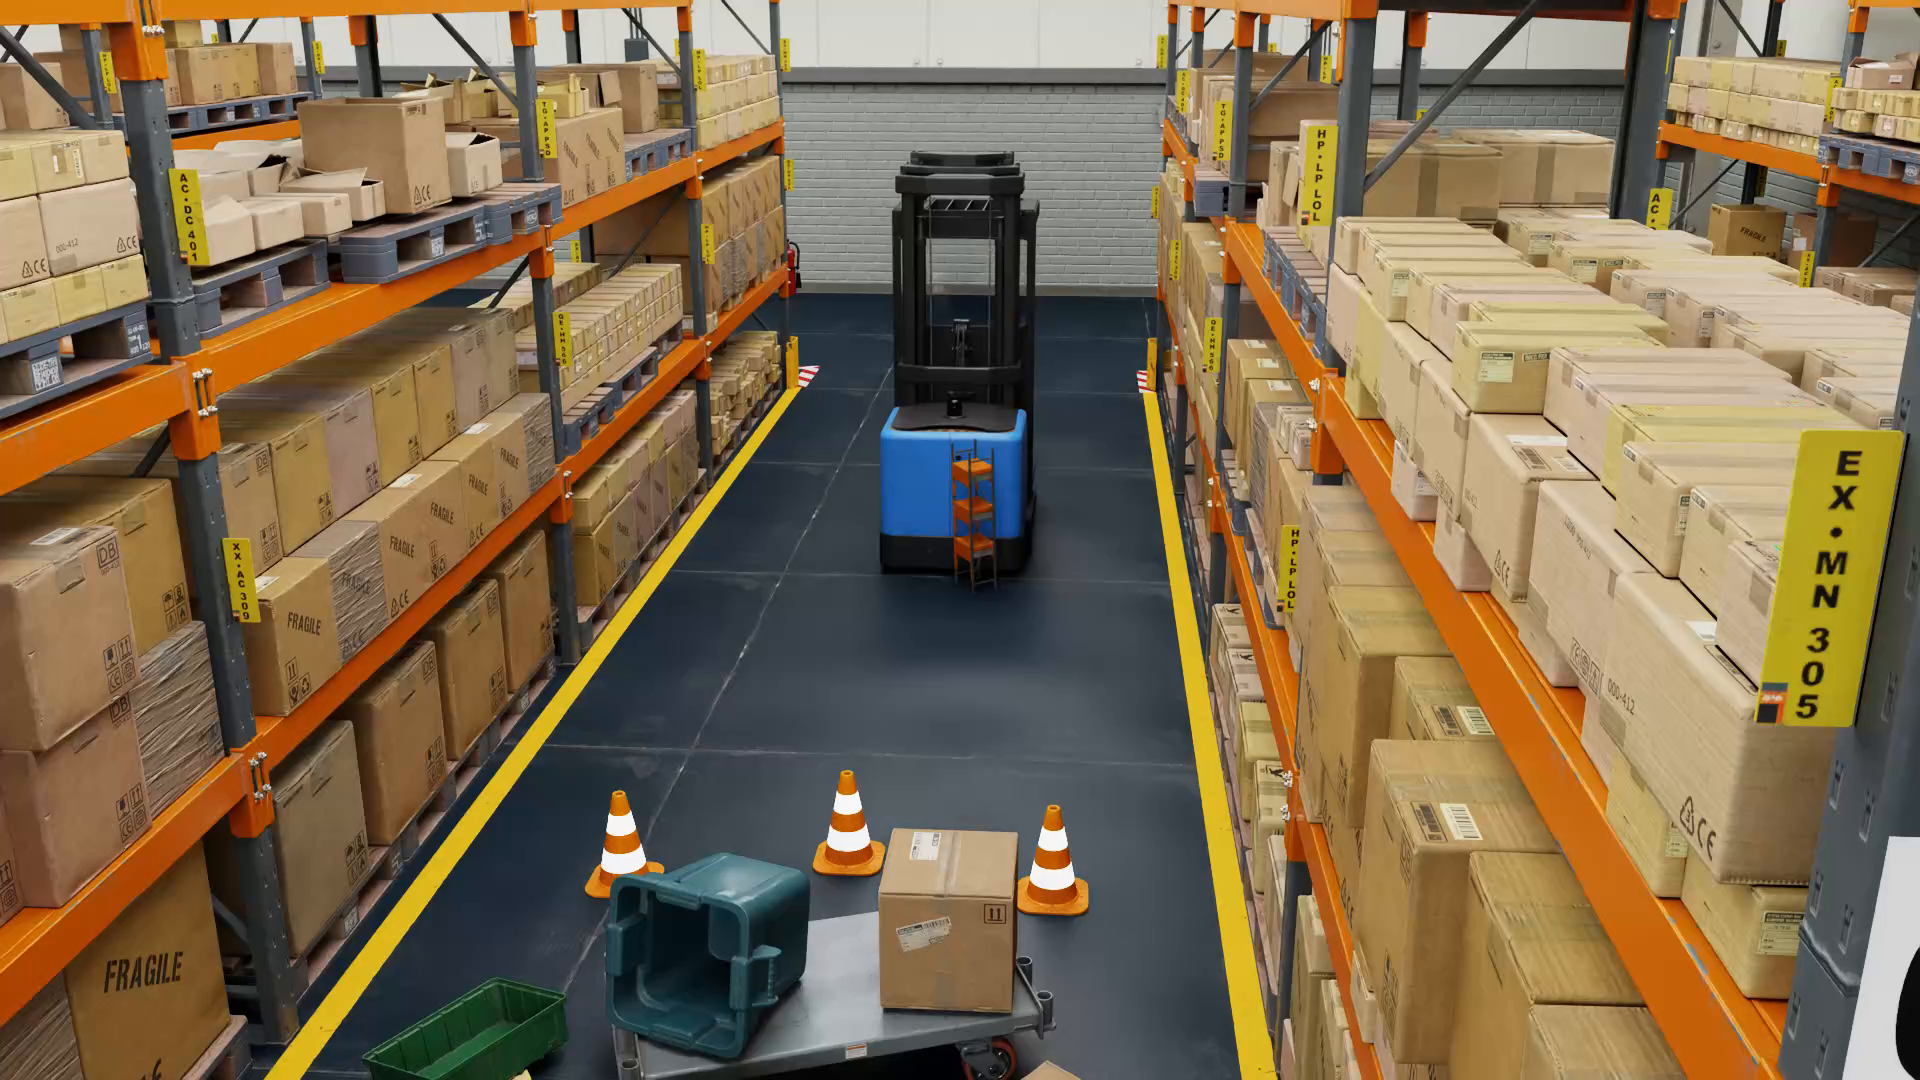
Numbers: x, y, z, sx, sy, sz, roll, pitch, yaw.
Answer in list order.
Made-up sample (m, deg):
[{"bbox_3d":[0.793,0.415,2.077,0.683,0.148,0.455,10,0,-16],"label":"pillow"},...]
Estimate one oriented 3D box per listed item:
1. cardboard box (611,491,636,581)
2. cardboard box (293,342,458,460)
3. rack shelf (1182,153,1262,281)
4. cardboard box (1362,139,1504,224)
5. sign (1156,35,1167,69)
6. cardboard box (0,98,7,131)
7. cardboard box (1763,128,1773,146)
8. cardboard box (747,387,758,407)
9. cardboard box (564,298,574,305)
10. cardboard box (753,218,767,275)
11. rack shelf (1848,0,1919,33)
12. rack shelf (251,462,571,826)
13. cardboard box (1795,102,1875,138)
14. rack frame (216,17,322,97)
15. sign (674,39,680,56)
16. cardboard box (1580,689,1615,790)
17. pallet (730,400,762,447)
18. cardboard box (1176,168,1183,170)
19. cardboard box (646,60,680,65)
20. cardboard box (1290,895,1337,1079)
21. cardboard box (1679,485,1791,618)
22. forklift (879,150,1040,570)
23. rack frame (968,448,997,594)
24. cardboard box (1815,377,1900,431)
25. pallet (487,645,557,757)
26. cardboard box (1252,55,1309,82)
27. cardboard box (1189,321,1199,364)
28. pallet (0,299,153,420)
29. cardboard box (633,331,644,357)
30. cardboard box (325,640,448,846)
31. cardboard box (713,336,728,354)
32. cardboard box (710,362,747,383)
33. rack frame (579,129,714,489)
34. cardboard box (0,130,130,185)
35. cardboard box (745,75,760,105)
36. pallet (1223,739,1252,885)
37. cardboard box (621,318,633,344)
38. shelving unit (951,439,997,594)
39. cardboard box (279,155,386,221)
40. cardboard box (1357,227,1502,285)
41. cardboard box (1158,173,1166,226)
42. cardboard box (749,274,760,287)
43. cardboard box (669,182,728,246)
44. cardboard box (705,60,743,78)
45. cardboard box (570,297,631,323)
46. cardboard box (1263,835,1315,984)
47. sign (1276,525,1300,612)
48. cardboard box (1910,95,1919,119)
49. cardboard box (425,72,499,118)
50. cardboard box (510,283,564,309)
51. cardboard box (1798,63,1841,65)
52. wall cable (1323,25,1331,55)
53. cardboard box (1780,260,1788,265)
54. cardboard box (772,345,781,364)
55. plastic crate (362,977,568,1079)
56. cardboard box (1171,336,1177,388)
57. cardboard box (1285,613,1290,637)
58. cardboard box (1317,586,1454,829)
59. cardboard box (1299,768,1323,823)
[{"bbox_3d":[-2.578,-0.037,11.559,0.500,0.500,0.500,1,18,5],"label":"cardboard box"},{"bbox_3d":[-3.027,-0.722,8.543,0.700,0.500,0.500,1,18,3],"label":"cardboard box"},{"bbox_3d":[2.172,-2.281,11.404,1.077,0.370,4.000,1,18,4],"label":"rack shelf"},{"bbox_3d":[1.657,-1.308,6.043,0.500,0.250,0.500,2,18,5],"label":"cardboard box"},{"bbox_3d":[2.049,-4.953,16.874,0.100,0.325,0.005,1,18,4],"label":"sign"},{"bbox_3d":[-7.737,-3.283,12.778,0.500,0.311,0.500,1,18,2],"label":"cardboard box"},{"bbox_3d":[7.117,-3.451,14.223,0.380,0.149,0.250,2,18,6],"label":"cardboard box"},{"bbox_3d":[-2.194,-1.412,16.319,0.380,0.149,0.250,2,18,5],"label":"cardboard box"},{"bbox_3d":[-3.169,-1.765,12.745,0.380,0.149,0.250,1,18,2],"label":"cardboard box"},{"bbox_3d":[-2.187,-2.866,16.214,0.500,0.500,0.500,1,18,4],"label":"cardboard box"},{"bbox_3d":[7.123,-3.406,10.665,1.077,0.370,4.000,1,18,4],"label":"rack shelf"},{"bbox_3d":[-3.059,0.308,8.321,1.077,0.370,4.000,1,18,4],"label":"rack shelf"},{"bbox_3d":[7.052,-3.360,13.305,0.500,0.250,0.500,1,18,4],"label":"cardboard box"},{"bbox_3d":[-7.282,-6.133,17.187,1.000,3.000,0.127,1,18,4],"label":"rack frame"},{"bbox_3d":[-2.883,-4.993,17.122,0.100,0.325,0.005,1,18,4],"label":"sign"},{"bbox_3d":[1.240,0.326,2.698,0.380,0.149,0.250,2,18,6],"label":"cardboard box"},{"bbox_3d":[-2.531,-1.162,16.129,1.003,0.211,1.213,1,18,4],"label":"pallet"},{"bbox_3d":[2.253,-3.461,15.862,0.380,0.149,0.250,1,18,4],"label":"cardboard box"},{"bbox_3d":[-2.733,-4.344,15.343,0.380,0.149,0.250,2,18,6],"label":"cardboard box"},{"bbox_3d":[1.430,1.594,5.778,0.500,0.500,0.500,2,18,7],"label":"cardboard box"},{"bbox_3d":[1.242,0.033,2.311,0.380,0.149,0.250,2,18,5],"label":"cardboard box"},{"bbox_3d":[0.052,-1.588,13.063,1.130,2.935,3.031,1,18,4],"label":"forklift"},{"bbox_3d":[0.159,-0.127,11.607,0.200,1.050,0.008,-13,23,-26],"label":"rack frame"},{"bbox_3d":[1.780,-0.192,2.999,0.380,0.149,0.250,1,18,4],"label":"cardboard box"},{"bbox_3d":[-3.047,0.913,9.797,1.003,0.211,1.213,1,18,4],"label":"pallet"},{"bbox_3d":[2.567,-3.716,13.635,0.500,0.500,0.500,2,18,5],"label":"cardboard box"},{"bbox_3d":[1.896,-1.378,11.751,0.500,0.250,0.500,1,18,2],"label":"cardboard box"},{"bbox_3d":[-3.272,-0.542,5.086,1.003,0.211,1.213,1,18,4],"label":"pallet"},{"bbox_3d":[-2.550,-1.445,12.245,0.380,0.149,0.250,2,18,6],"label":"cardboard box"},{"bbox_3d":[-3.175,0.962,8.107,1.050,0.750,0.750,1,18,4],"label":"cardboard box"},{"bbox_3d":[-2.618,-2.024,17.231,0.380,0.149,0.250,2,18,5],"label":"cardboard box"},{"bbox_3d":[-2.260,-1.612,15.974,0.380,0.149,0.250,1,18,4],"label":"cardboard box"},{"bbox_3d":[-2.629,-1.897,13.897,1.000,3.000,0.127,1,18,4],"label":"rack frame"},{"bbox_3d":[-2.911,-1.224,5.312,0.380,0.149,0.250,1,18,3],"label":"cardboard box"},{"bbox_3d":[-2.196,-4.265,15.742,0.500,0.250,0.500,2,18,5],"label":"cardboard box"},{"bbox_3d":[1.881,1.370,8.404,1.003,0.211,1.213,1,18,4],"label":"pallet"},{"bbox_3d":[-2.574,-1.506,11.954,0.380,0.149,0.250,2,18,6],"label":"cardboard box"},{"bbox_3d":[0.100,-0.163,11.707,0.215,1.050,0.252,-13,23,-26],"label":"shelving unit"},{"bbox_3d":[-2.857,-1.598,7.546,0.396,0.266,0.258,1,18,4],"label":"cardboard box"},{"bbox_3d":[1.404,-0.847,4.995,0.380,0.149,0.250,2,18,6],"label":"cardboard box"},{"bbox_3d":[2.284,-3.441,16.840,0.500,0.500,0.500,1,18,3],"label":"cardboard box"},{"bbox_3d":[-2.185,-2.597,16.436,0.380,0.149,0.250,0,18,1],"label":"cardboard box"},{"bbox_3d":[-2.332,-2.857,14.582,0.500,0.500,0.500,1,18,2],"label":"cardboard box"},{"bbox_3d":[-2.205,-4.334,15.312,0.380,0.149,0.250,1,18,2],"label":"cardboard box"},{"bbox_3d":[-2.575,-1.643,11.893,0.380,0.149,0.250,1,18,3],"label":"cardboard box"},{"bbox_3d":[1.777,1.553,6.913,0.950,0.372,0.625,2,18,5],"label":"cardboard box"},{"bbox_3d":[1.188,0.105,5.926,0.100,0.325,0.005,1,18,4],"label":"sign"},{"bbox_3d":[6.847,-2.997,11.525,0.380,0.149,0.250,2,18,5],"label":"cardboard box"},{"bbox_3d":[-3.124,-2.783,10.392,0.396,0.266,0.258,1,18,4],"label":"cardboard box"},{"bbox_3d":[-3.189,-1.825,12.449,0.380,0.149,0.250,1,18,3],"label":"cardboard box"},{"bbox_3d":[7.673,-4.063,14.649,0.500,0.250,0.500,1,18,4],"label":"cardboard box"},{"bbox_3d":[6.255,-7.611,21.638,2.988,3.039,0.133,1,18,4],"label":"wall cable"},{"bbox_3d":[7.669,-2.396,15.182,0.500,0.250,0.500,1,18,4],"label":"cardboard box"},{"bbox_3d":[-2.095,-1.956,17.500,0.380,0.149,0.250,1,18,2],"label":"cardboard box"},{"bbox_3d":[-1.908,1.979,6.489,0.450,0.188,0.662,0,15,35],"label":"plastic crate"},{"bbox_3d":[2.655,-1.835,17.148,0.875,0.438,0.875,1,18,2],"label":"cardboard box"},{"bbox_3d":[1.540,0.339,6.801,0.380,0.149,0.250,1,18,2],"label":"cardboard box"},{"bbox_3d":[1.373,0.448,4.496,0.700,0.500,0.500,1,18,3],"label":"cardboard box"},{"bbox_3d":[1.400,0.876,5.835,0.380,0.149,0.250,1,18,4],"label":"cardboard box"}]
